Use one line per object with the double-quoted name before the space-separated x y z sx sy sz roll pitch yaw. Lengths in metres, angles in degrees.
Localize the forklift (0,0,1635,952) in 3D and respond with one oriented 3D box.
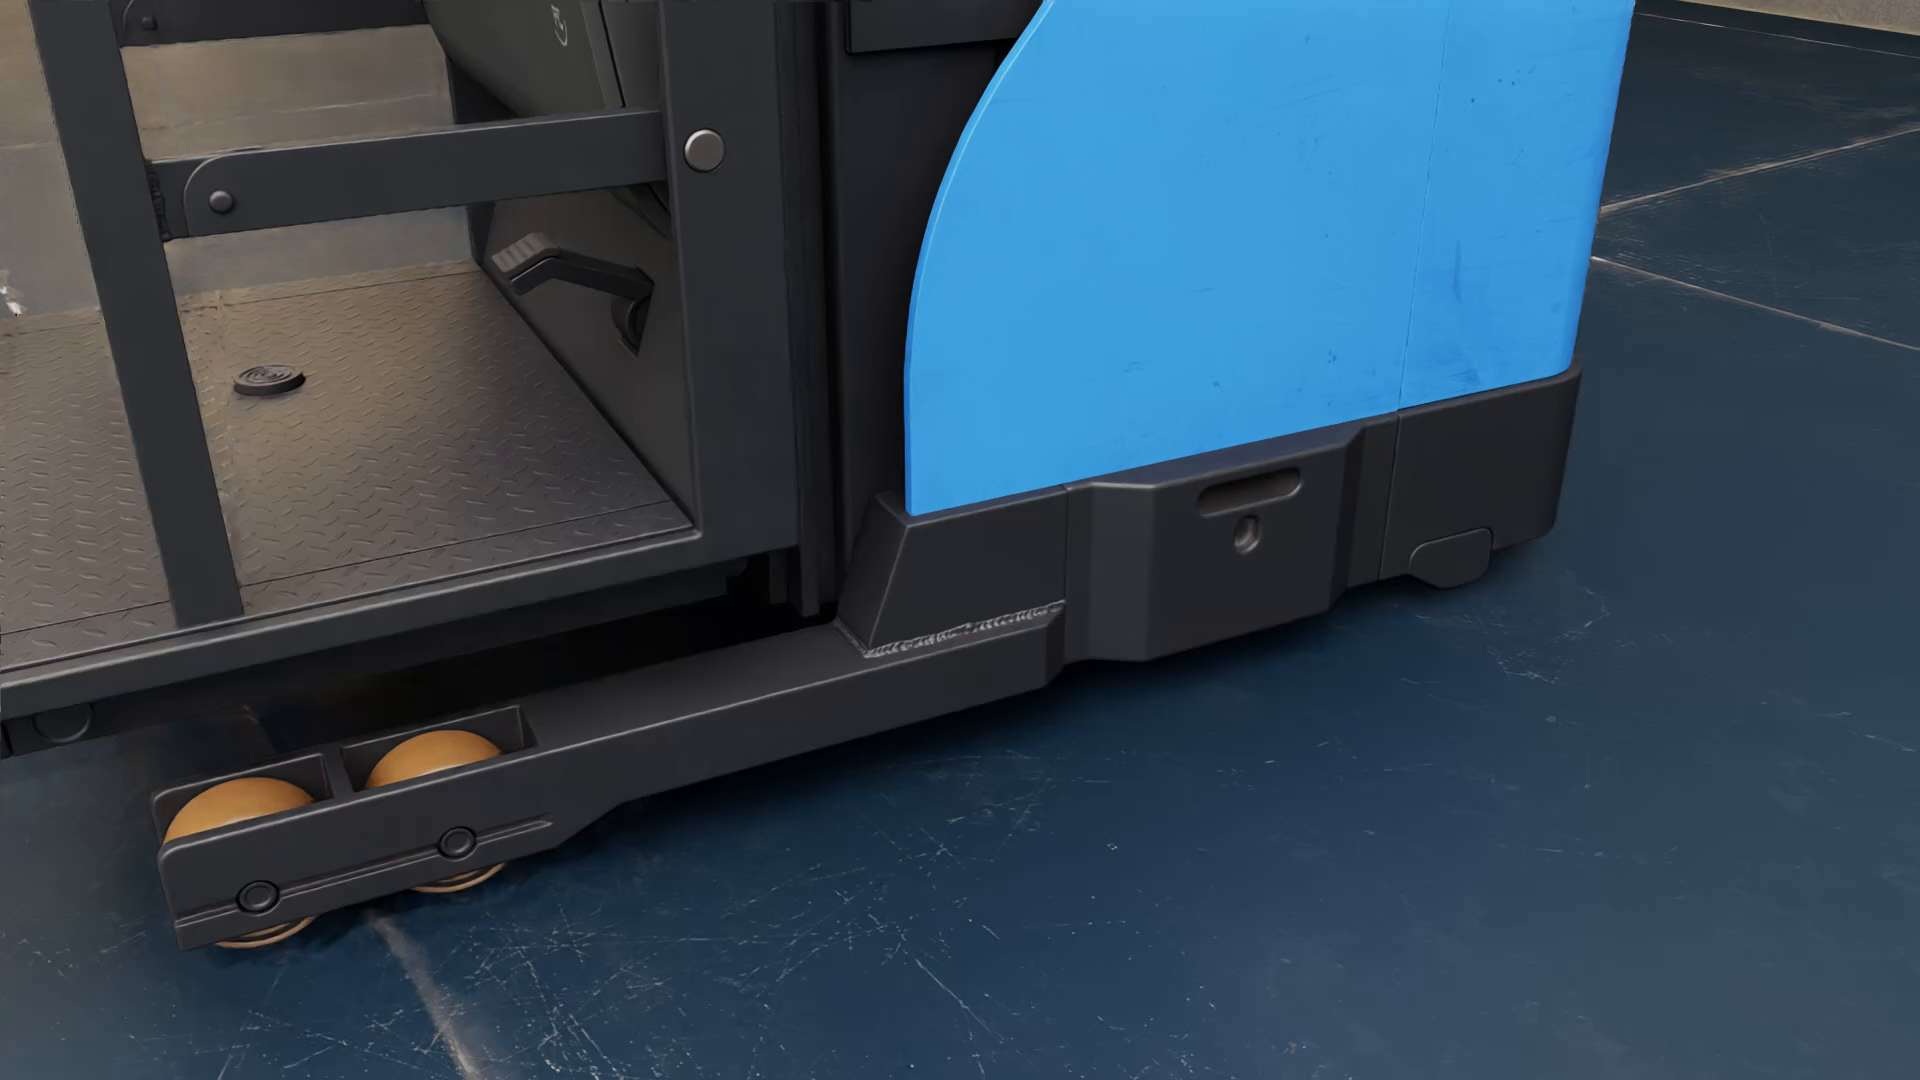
"forklift" -0.689 -1.170 1.563 3.031 2.935 1.130 -13 29 -24
